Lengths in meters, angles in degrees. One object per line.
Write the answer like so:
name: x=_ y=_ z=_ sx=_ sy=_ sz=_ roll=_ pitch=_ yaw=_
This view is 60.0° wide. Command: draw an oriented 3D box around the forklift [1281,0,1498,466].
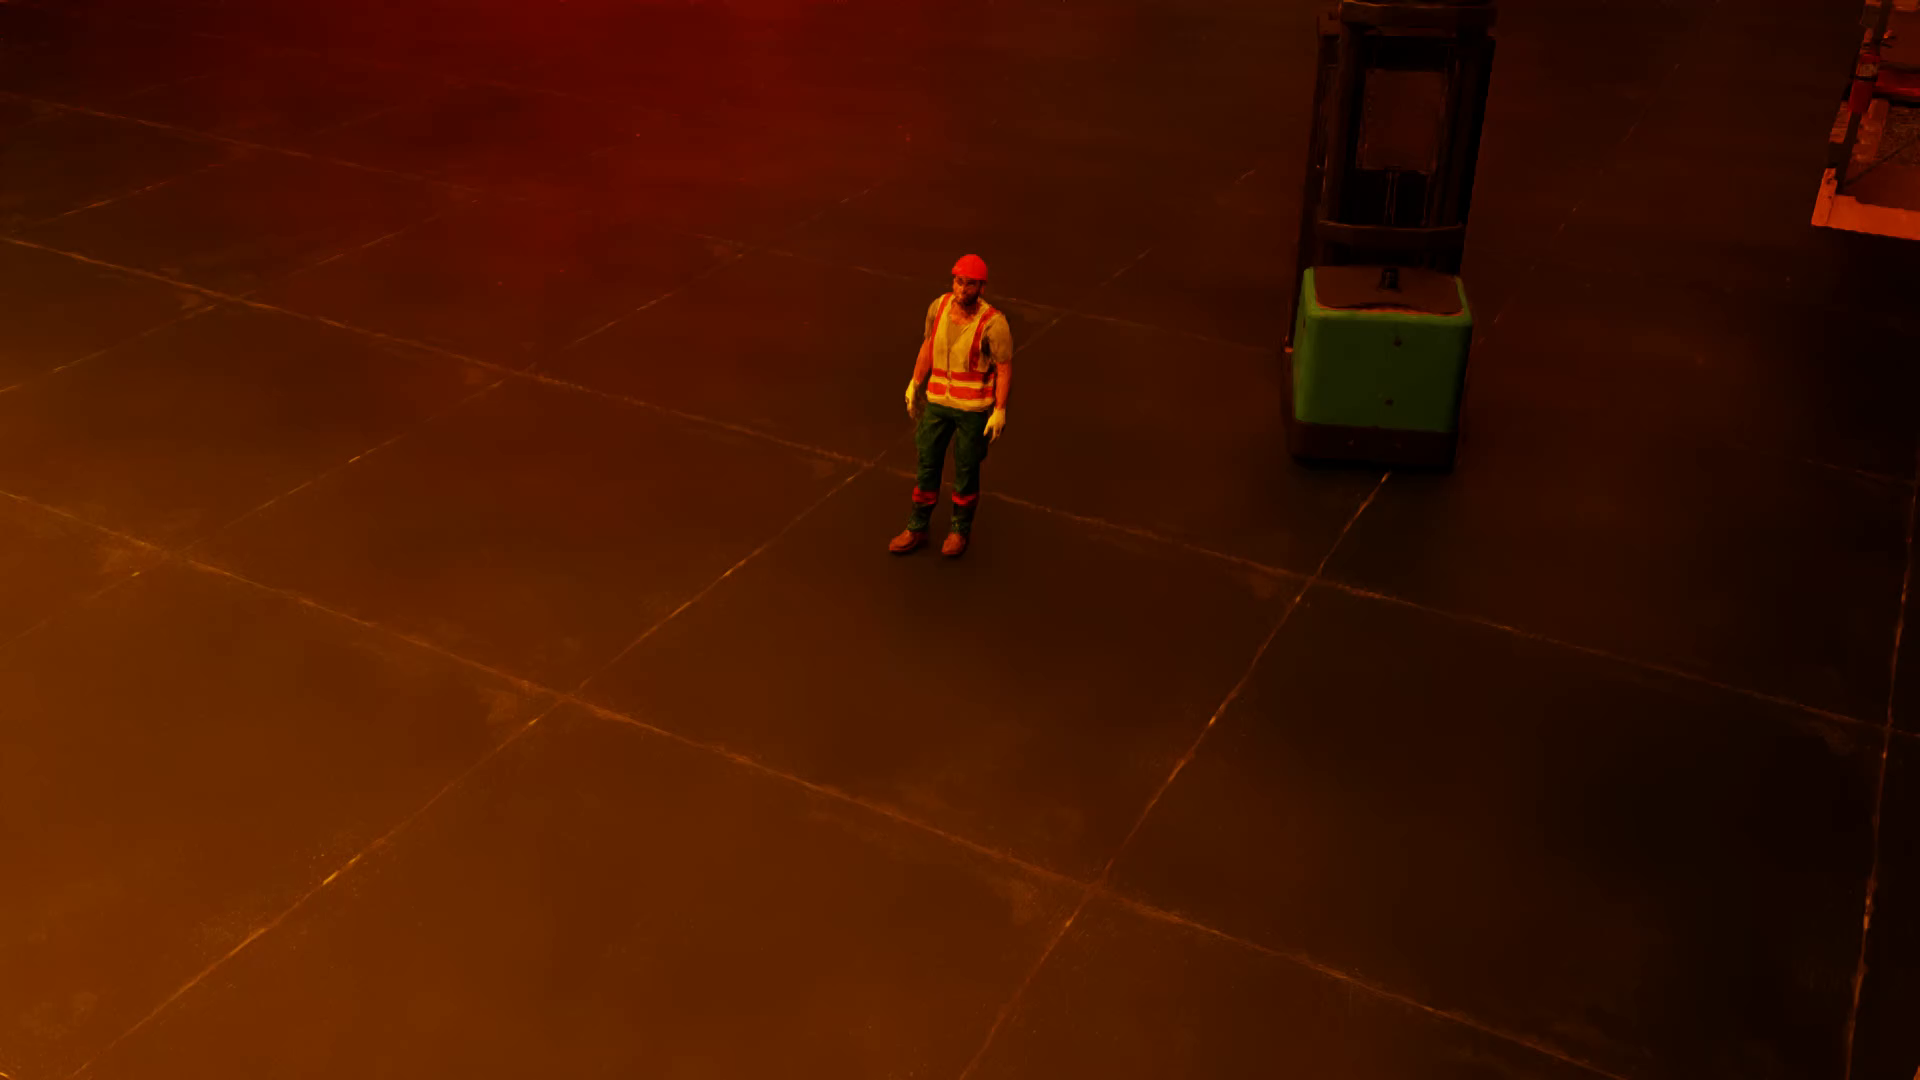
forklift: x=2.893 y=-2.460 z=11.334 sx=1.130 sy=2.935 sz=3.031 roll=4 pitch=30 yaw=8

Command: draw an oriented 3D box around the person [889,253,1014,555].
person: x=-0.049 y=-0.748 z=9.496 sx=0.636 sy=1.787 sz=0.563 roll=15 pitch=33 yaw=25
